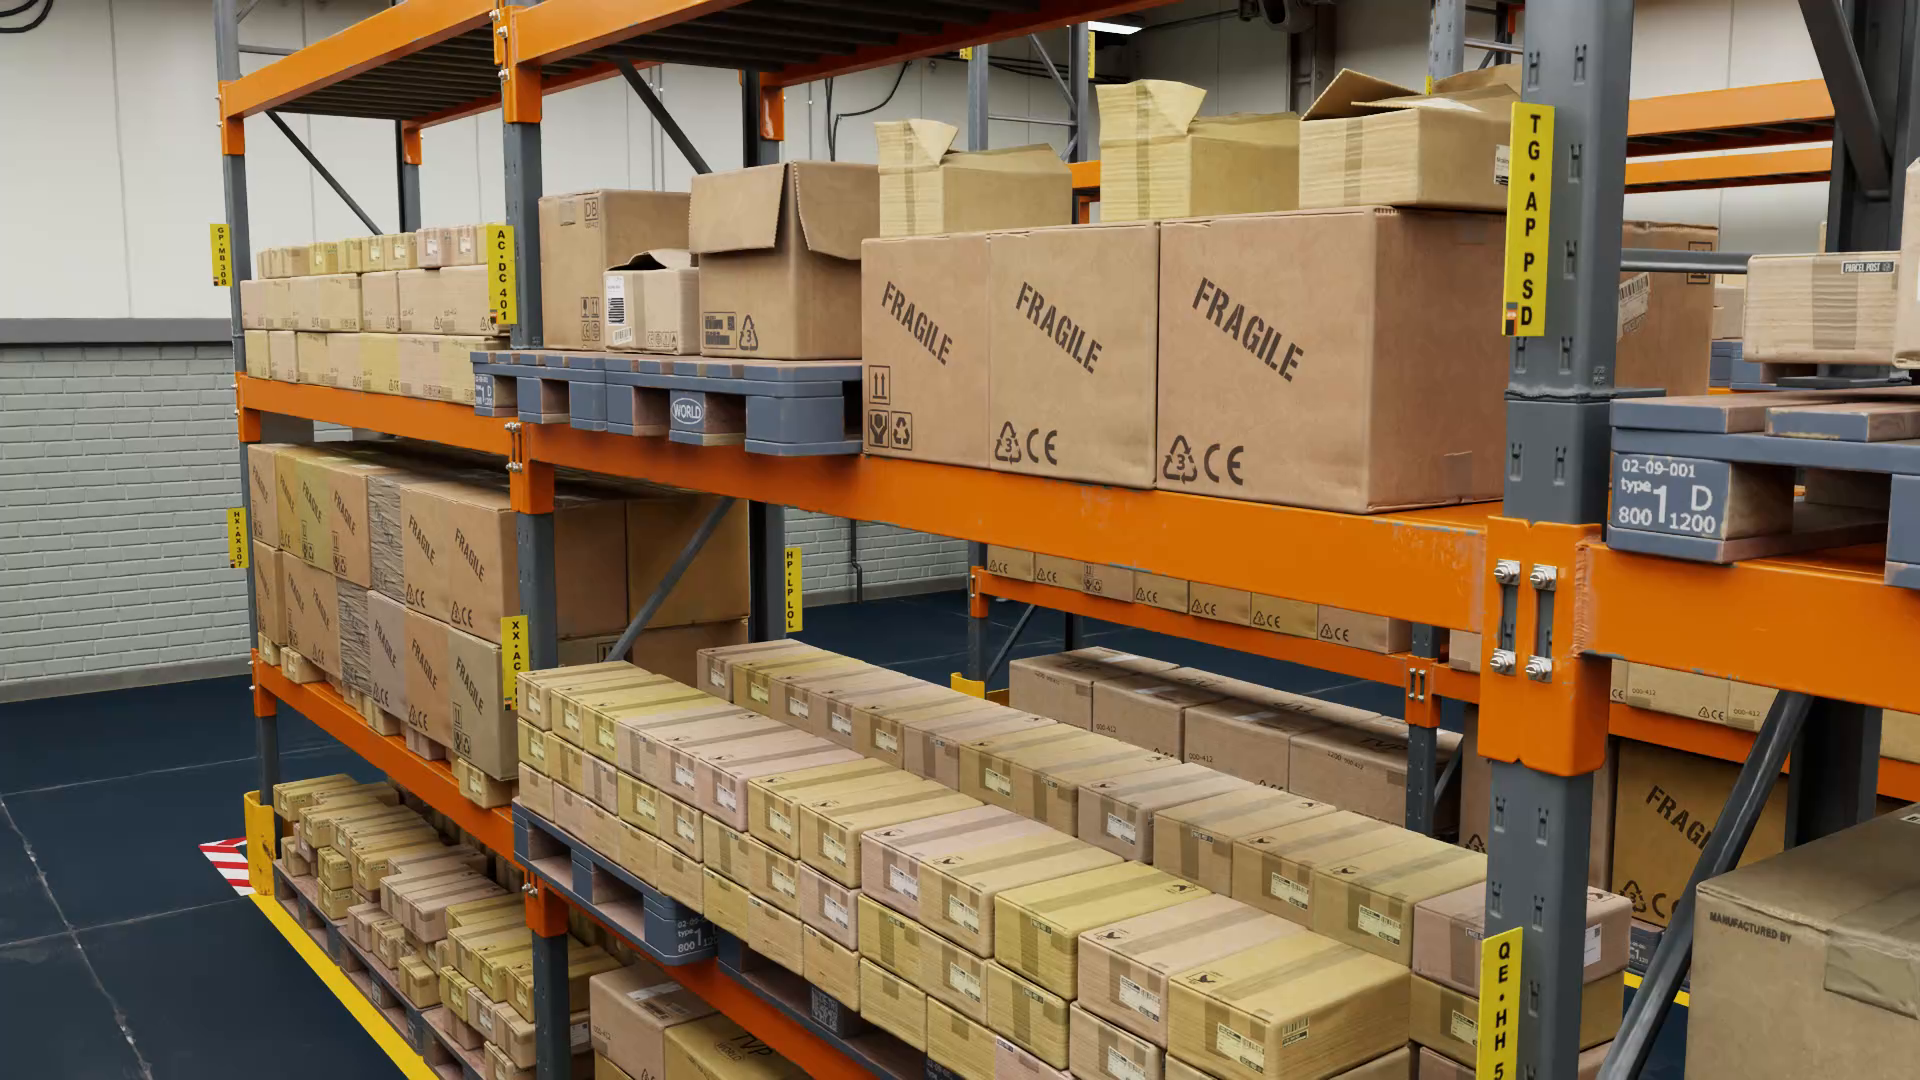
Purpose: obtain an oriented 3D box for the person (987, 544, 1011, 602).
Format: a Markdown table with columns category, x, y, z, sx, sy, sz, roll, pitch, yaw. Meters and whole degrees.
| category | x | y | z | sx | sy | sz | roll | pitch | yaw |
| --- | --- | --- | --- | --- | --- | --- | --- | --- | --- |
| person | 0.418 | -0.183 | 18.089 | 0.496 | 1.819 | 0.605 | -7 | 10 | -42 |
